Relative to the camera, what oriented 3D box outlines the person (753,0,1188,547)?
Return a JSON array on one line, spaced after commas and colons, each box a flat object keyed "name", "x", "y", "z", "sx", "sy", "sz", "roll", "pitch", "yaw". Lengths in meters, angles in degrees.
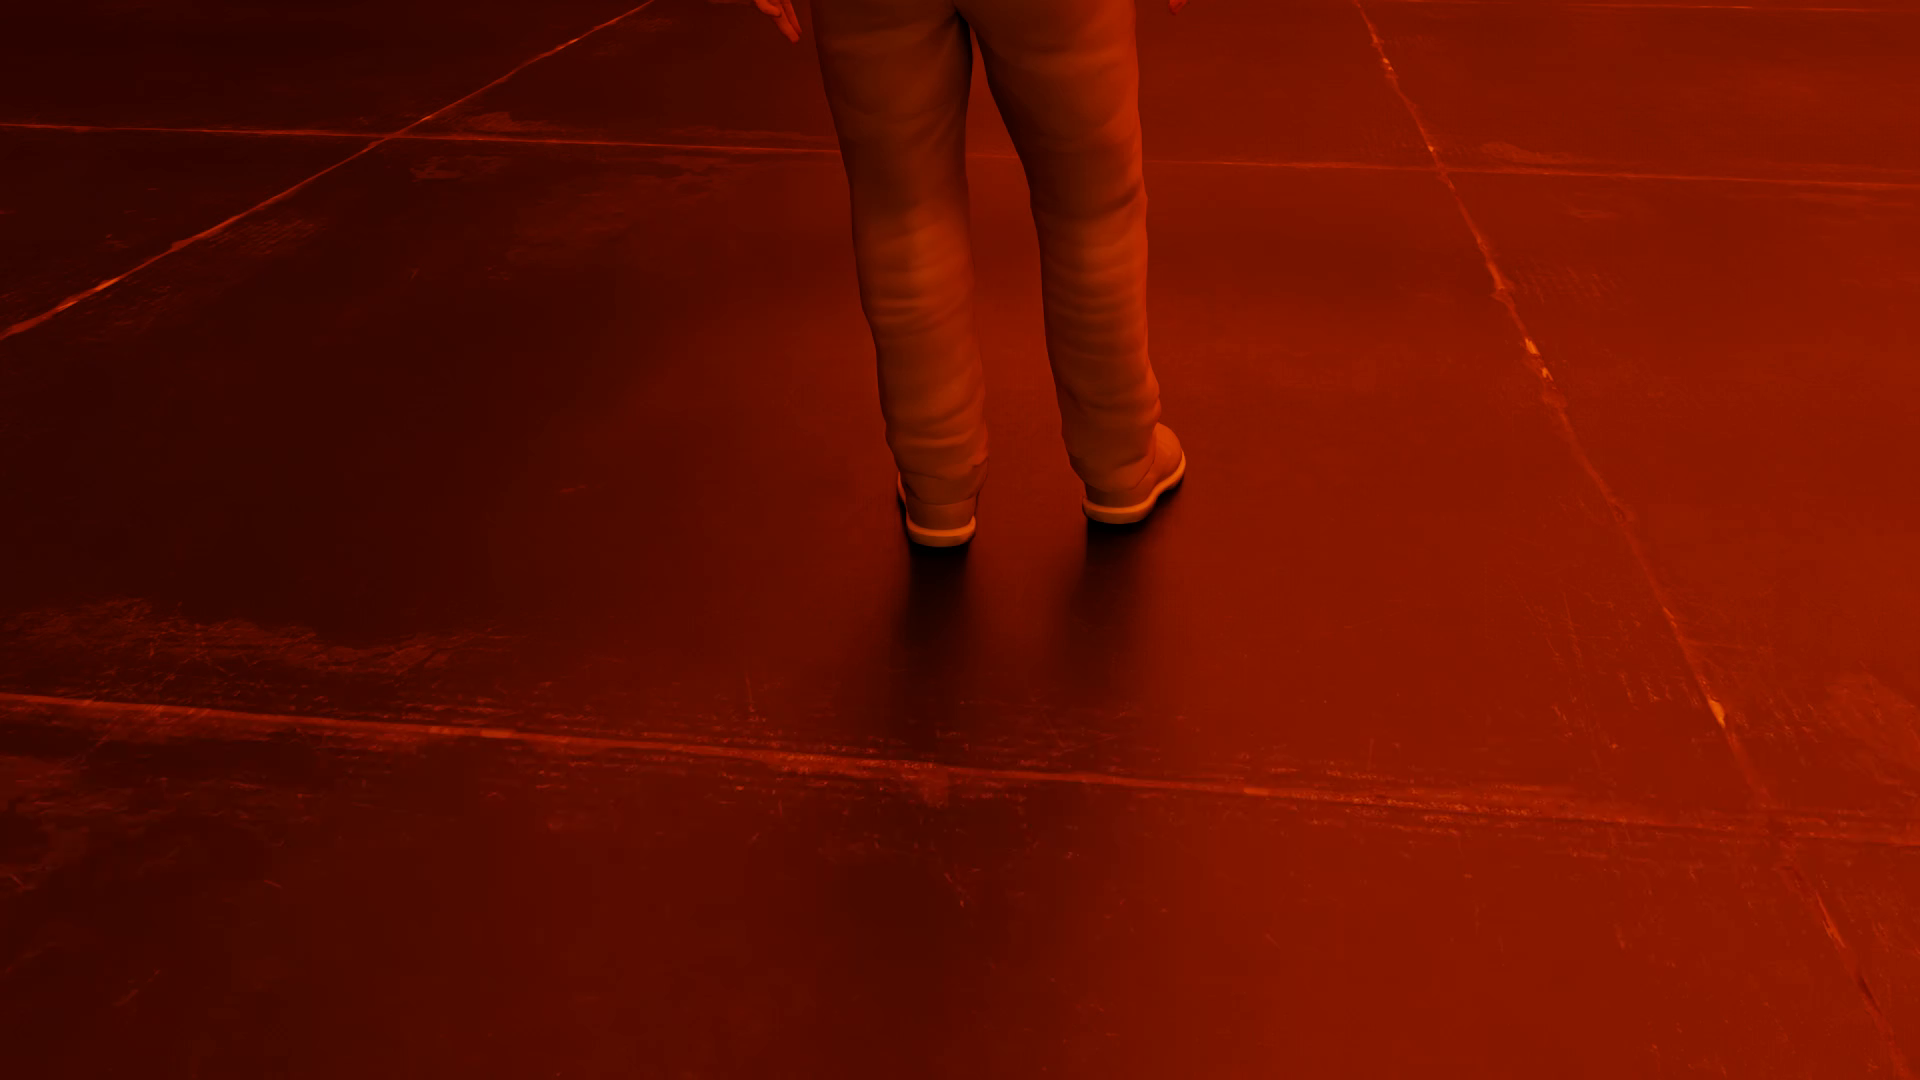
[{"name": "person", "x": 0.024, "y": -0.819, "z": 2.189, "sx": 0.640, "sy": 1.727, "sz": 0.551, "roll": 3, "pitch": 27, "yaw": 7}]
